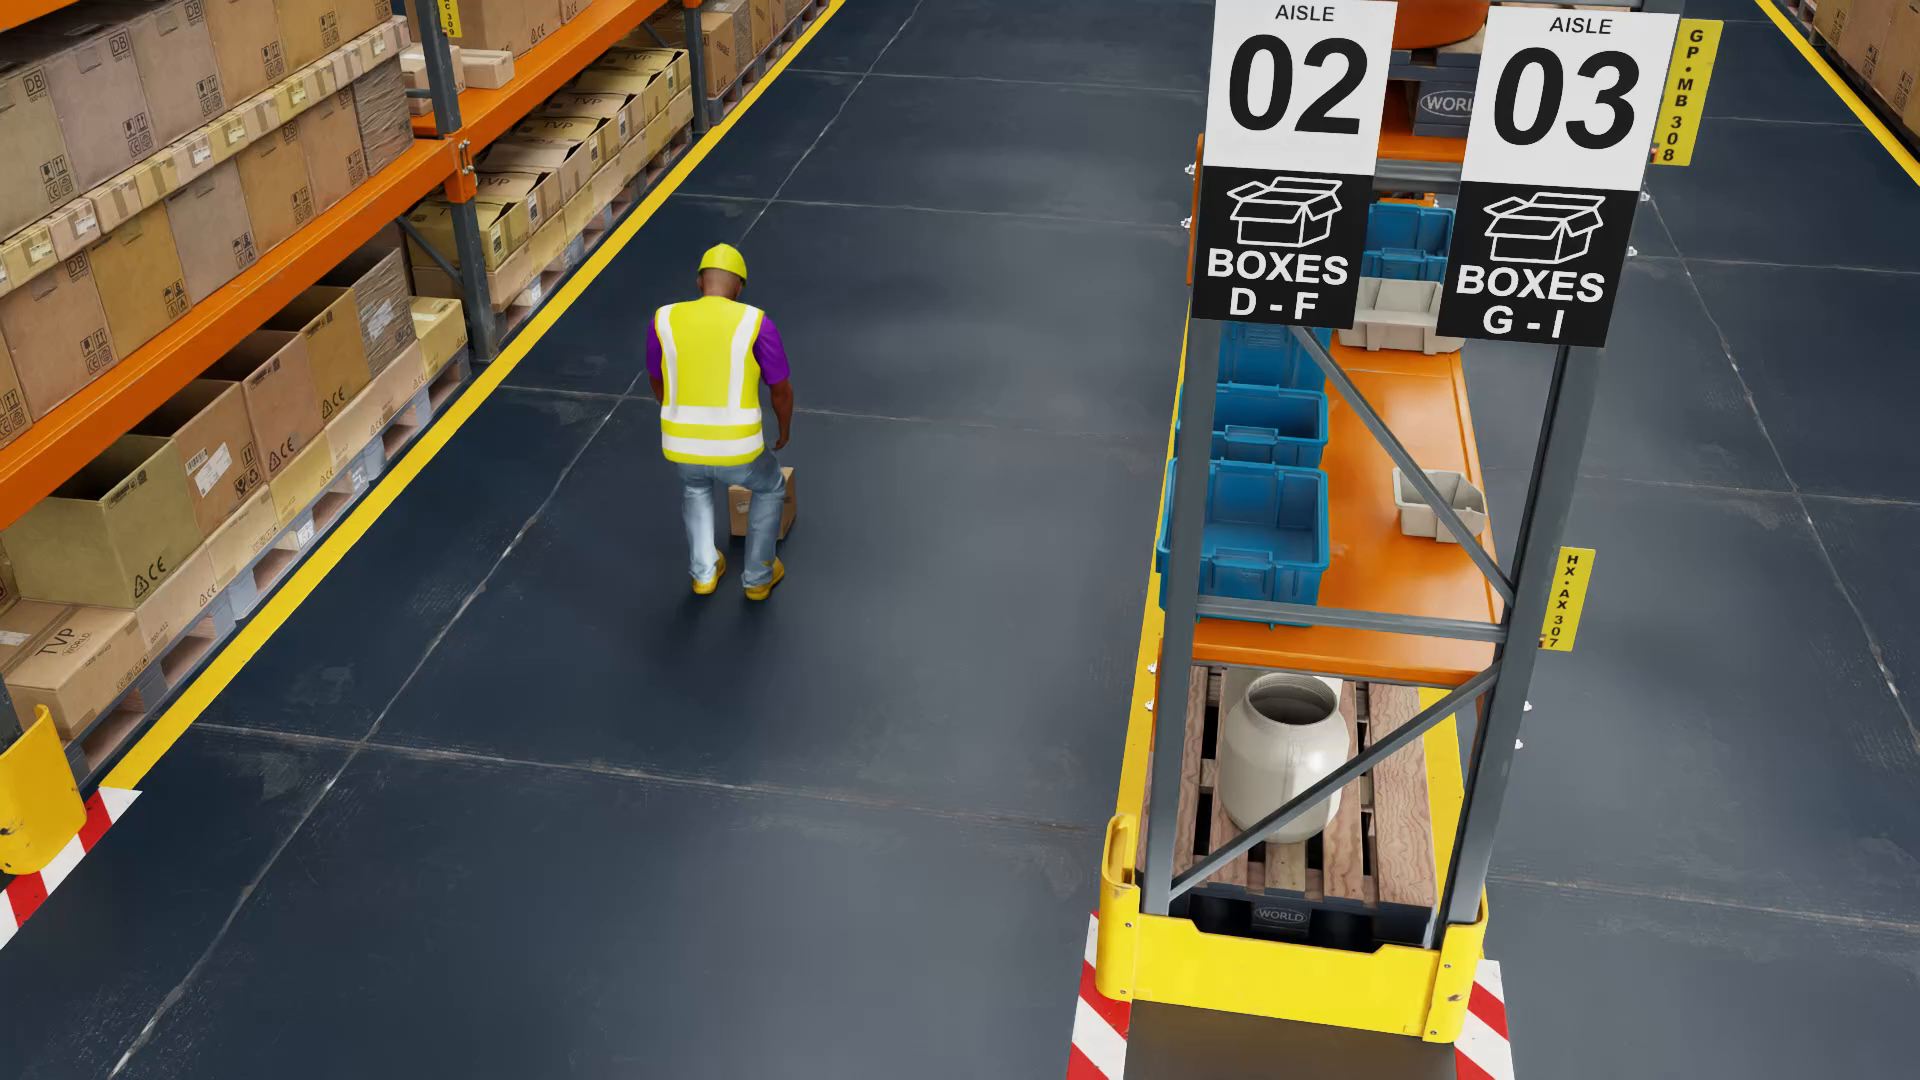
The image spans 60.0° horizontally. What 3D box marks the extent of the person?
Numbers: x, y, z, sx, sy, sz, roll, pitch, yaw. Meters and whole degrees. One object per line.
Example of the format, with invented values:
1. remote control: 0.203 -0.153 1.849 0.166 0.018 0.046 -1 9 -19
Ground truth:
1. person: -1.036 -0.479 7.135 0.629 1.490 0.709 6 33 9
